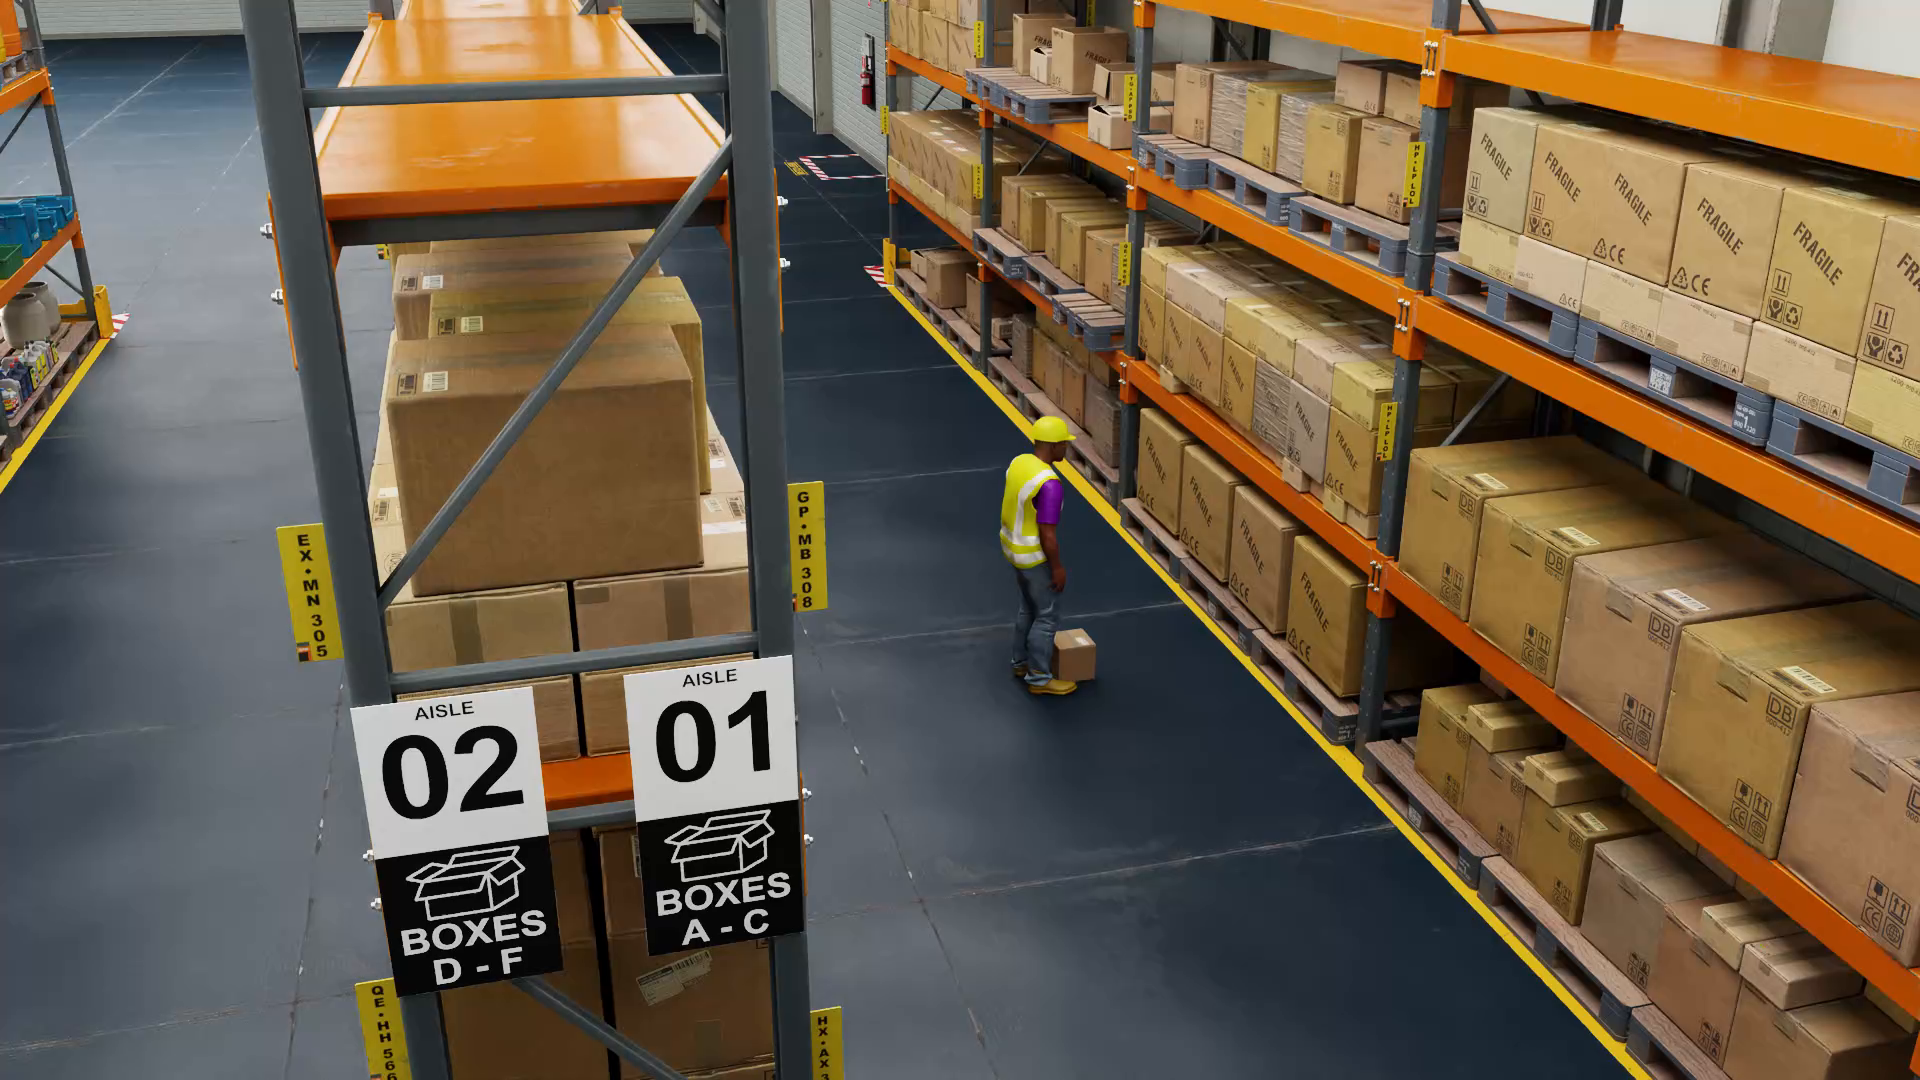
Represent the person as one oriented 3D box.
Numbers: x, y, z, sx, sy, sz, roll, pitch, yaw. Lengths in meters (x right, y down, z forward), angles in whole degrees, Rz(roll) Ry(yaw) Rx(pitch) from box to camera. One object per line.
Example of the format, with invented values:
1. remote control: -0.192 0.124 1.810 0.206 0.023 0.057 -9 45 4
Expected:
1. person: 0.497 0.081 10.381 0.460 1.759 0.629 -8 24 -17
